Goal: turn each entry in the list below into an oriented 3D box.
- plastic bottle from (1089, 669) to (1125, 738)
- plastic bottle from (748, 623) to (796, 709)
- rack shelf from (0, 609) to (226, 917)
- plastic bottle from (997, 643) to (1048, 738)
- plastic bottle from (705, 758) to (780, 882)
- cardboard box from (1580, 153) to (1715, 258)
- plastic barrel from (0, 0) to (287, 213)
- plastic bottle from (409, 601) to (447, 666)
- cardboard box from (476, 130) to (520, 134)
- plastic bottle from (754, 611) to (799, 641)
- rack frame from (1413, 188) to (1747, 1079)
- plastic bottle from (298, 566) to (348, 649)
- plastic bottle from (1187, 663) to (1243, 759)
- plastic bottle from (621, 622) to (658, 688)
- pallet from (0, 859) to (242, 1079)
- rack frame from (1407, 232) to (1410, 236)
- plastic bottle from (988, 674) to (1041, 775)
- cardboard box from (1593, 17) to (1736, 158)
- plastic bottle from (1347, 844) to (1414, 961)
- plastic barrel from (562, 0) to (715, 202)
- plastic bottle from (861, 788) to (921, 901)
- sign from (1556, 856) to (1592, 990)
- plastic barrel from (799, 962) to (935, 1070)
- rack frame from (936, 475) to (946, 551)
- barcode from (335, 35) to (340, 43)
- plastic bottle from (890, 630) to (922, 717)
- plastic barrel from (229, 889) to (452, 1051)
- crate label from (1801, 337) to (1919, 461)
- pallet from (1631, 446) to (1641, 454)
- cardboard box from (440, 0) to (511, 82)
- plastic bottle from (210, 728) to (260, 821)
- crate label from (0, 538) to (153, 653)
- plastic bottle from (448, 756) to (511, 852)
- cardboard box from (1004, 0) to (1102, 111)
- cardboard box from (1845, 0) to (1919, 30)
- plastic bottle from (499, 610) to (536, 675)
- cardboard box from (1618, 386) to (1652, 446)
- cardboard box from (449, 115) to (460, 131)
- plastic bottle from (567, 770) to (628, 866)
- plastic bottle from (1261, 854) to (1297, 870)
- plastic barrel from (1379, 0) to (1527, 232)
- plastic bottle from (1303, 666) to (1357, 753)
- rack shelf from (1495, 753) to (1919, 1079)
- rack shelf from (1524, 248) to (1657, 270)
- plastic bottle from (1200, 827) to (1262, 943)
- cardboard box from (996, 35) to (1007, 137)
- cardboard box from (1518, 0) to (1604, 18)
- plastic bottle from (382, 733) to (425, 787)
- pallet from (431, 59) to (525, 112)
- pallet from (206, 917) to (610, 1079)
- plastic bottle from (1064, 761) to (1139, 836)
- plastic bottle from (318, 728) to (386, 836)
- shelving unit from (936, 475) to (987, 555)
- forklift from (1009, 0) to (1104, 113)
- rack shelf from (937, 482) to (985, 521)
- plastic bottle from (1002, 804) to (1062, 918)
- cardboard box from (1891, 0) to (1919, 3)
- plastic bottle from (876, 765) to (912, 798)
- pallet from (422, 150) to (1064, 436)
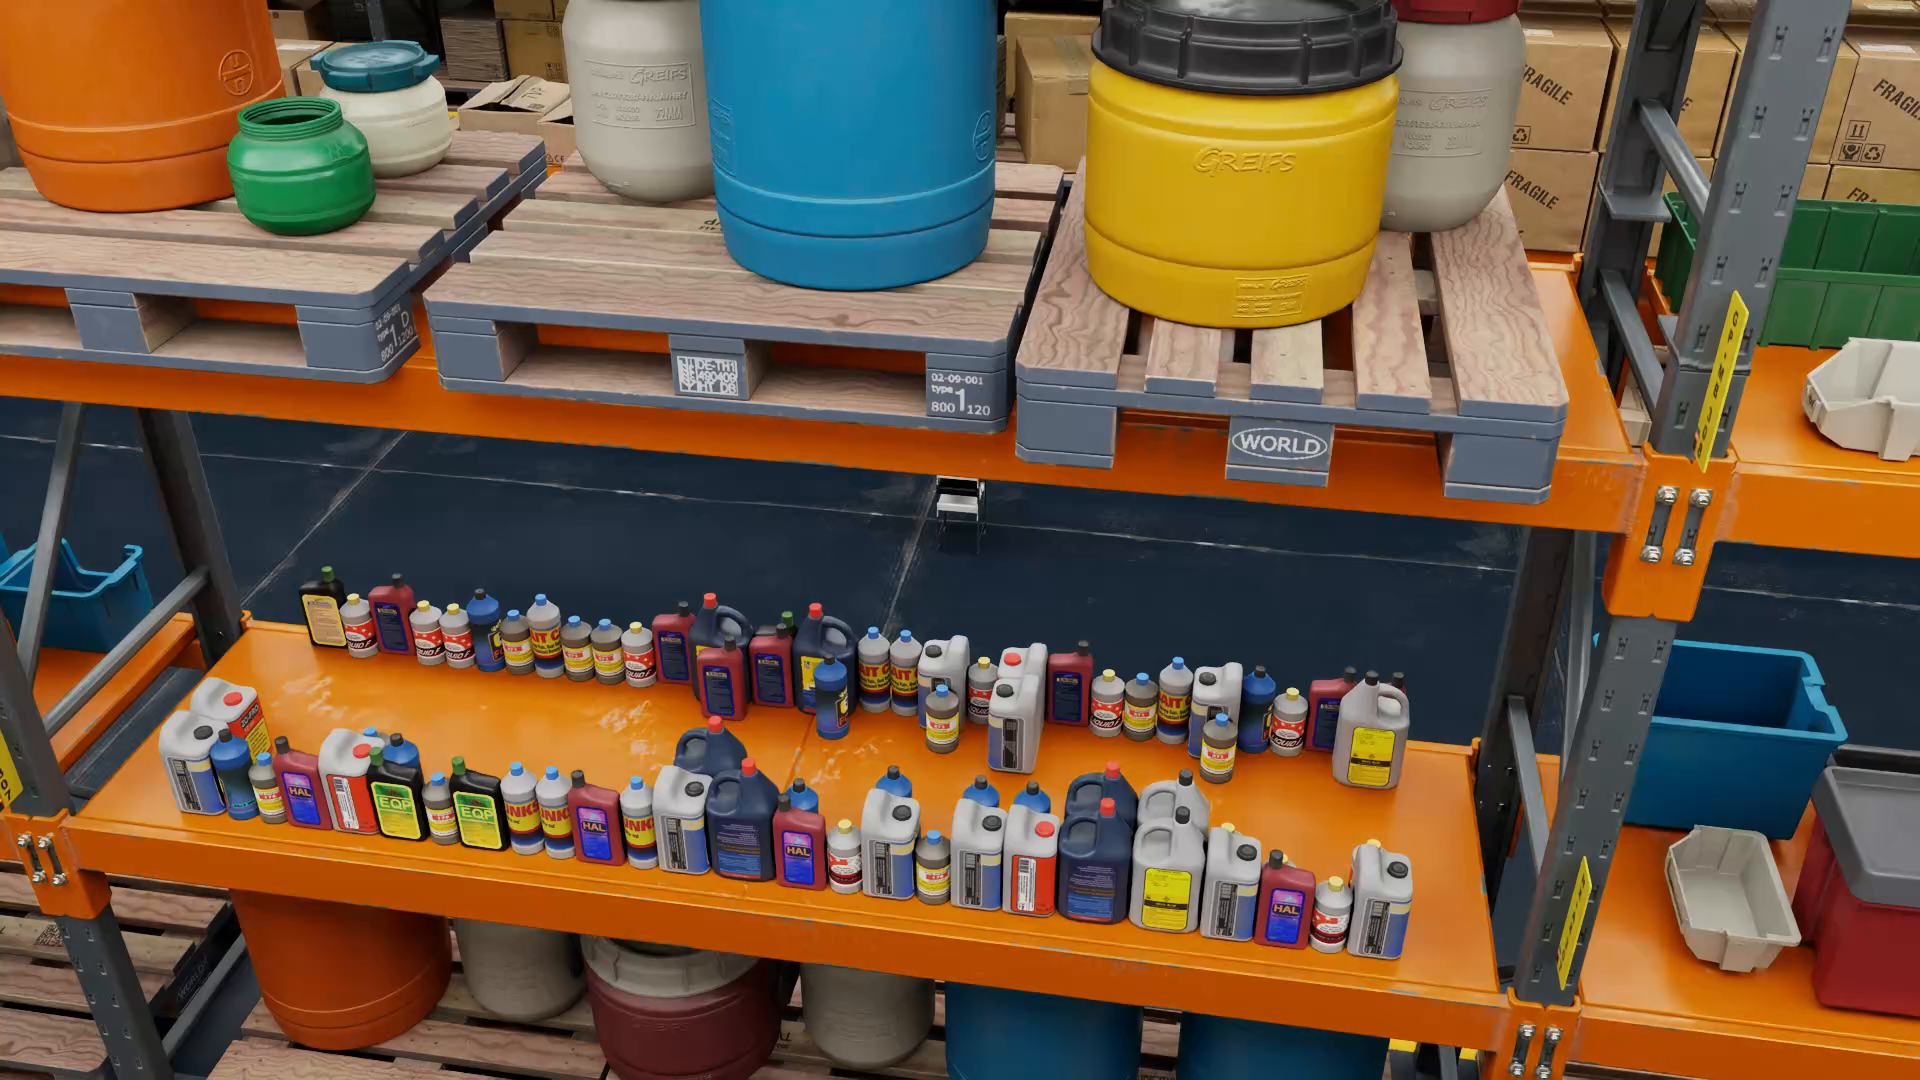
[{"bbox_3d":[0.431,0.470,4.860,0.097,0.201,0.097,0,32,0],"label":"plastic bottle"},{"bbox_3d":[-0.557,0.368,4.944,0.133,0.283,0.061,5,32,8],"label":"plastic bottle"},{"bbox_3d":[-4.429,0.470,5.350,4.000,0.370,1.077,5,32,8],"label":"rack shelf"},{"bbox_3d":[0.180,0.430,4.853,0.135,0.276,0.152,5,32,8],"label":"plastic bottle"},{"bbox_3d":[-0.562,0.712,4.331,0.185,0.351,0.144,5,32,8],"label":"plastic bottle"},{"bbox_3d":[3.284,-1.700,8.045,0.500,0.500,0.500,6,32,9],"label":"cardboard box"},{"bbox_3d":[-1.899,-1.236,3.769,0.708,0.830,0.600,5,32,8],"label":"plastic barrel"},{"bbox_3d":[-1.649,0.281,5.161,0.097,0.201,0.097,0,32,0],"label":"plastic bottle"},{"bbox_3d":[-2.554,-2.076,8.976,0.250,0.149,0.380,5,32,8],"label":"cardboard box"},{"bbox_3d":[-0.547,0.336,4.995,0.133,0.283,0.061,5,32,8],"label":"plastic bottle"},{"bbox_3d":[1.485,0.701,4.303,0.127,3.000,1.000,5,32,8],"label":"rack frame"},{"bbox_3d":[-1.987,0.206,5.204,0.133,0.283,0.061,5,32,8],"label":"plastic bottle"},{"bbox_3d":[0.732,0.480,4.773,0.135,0.276,0.152,5,32,8],"label":"plastic bottle"},{"bbox_3d":[-0.977,0.342,5.064,0.097,0.201,0.097,0,32,0],"label":"plastic bottle"},{"bbox_3d":[-3.215,1.436,5.757,1.213,0.211,1.003,5,32,8],"label":"pallet"},{"bbox_3d":[2.322,-1.890,8.442,0.127,3.000,1.000,5,32,8],"label":"rack frame"},{"bbox_3d":[0.155,0.510,4.726,0.135,0.276,0.152,5,32,8],"label":"plastic bottle"},{"bbox_3d":[3.248,-2.121,7.775,0.500,0.500,0.500,4,32,7],"label":"cardboard box"},{"bbox_3d":[1.042,0.887,4.123,0.135,0.276,0.152,5,32,8],"label":"plastic bottle"},{"bbox_3d":[-0.685,-1.084,3.804,0.433,0.535,0.433,0,32,0],"label":"plastic barrel"},{"bbox_3d":[-0.176,0.777,4.299,0.135,0.276,0.152,5,32,8],"label":"plastic bottle"},{"bbox_3d":[1.391,0.871,3.771,0.005,0.325,0.100,5,32,8],"label":"sign"},{"bbox_3d":[-0.288,1.359,5.200,0.421,0.512,0.421,0,32,0],"label":"plastic barrel"},{"bbox_3d":[-0.092,-0.390,8.025,0.006,0.900,0.240,5,32,8],"label":"rack frame"},{"bbox_3d":[-5.521,-4.436,14.715,0.075,0.075,0.001,5,32,8],"label":"barcode"},{"bbox_3d":[-0.158,0.387,4.927,0.097,0.271,0.097,0,32,0],"label":"plastic bottle"},{"bbox_3d":[-1.973,1.120,5.283,0.708,0.830,0.600,5,32,8],"label":"plastic barrel"},{"bbox_3d":[1.919,-0.264,3.266,0.466,0.136,0.293,5,32,8],"label":"crate label"},{"bbox_3d":[2.999,-0.646,9.083,1.213,0.211,1.003,5,32,8],"label":"pallet"},{"bbox_3d":[-4.006,-4.265,14.178,0.500,0.500,0.700,6,33,10],"label":"cardboard box"},{"bbox_3d":[-1.976,0.630,4.537,0.097,0.271,0.097,0,32,0],"label":"plastic bottle"},{"bbox_3d":[-2.810,0.181,5.292,0.416,0.233,0.303,5,32,8],"label":"crate label"},{"bbox_3d":[-1.278,0.698,4.417,0.133,0.283,0.061,5,32,8],"label":"plastic bottle"},{"bbox_3d":[0.774,-3.889,13.266,0.750,0.750,0.750,5,32,8],"label":"cardboard box"},{"bbox_3d":[4.362,-2.311,8.079,0.500,0.500,0.500,5,32,8],"label":"cardboard box"},{"bbox_3d":[-1.361,0.307,5.119,0.097,0.201,0.097,0,32,0],"label":"plastic bottle"},{"bbox_3d":[3.554,-0.653,8.721,0.250,0.166,0.380,5,32,8],"label":"cardboard box"},{"bbox_3d":[-2.887,-2.225,9.214,0.250,0.149,0.380,8,33,12],"label":"cardboard box"},{"bbox_3d":[-0.954,0.728,4.370,0.133,0.283,0.061,5,32,8],"label":"plastic bottle"},{"bbox_3d":[0.802,0.879,4.206,0.097,0.201,0.097,0,32,0],"label":"plastic bottle"},{"bbox_3d":[1.008,-0.985,3.645,0.433,0.535,0.433,0,32,0],"label":"plastic barrel"},{"bbox_3d":[1.064,0.482,4.762,0.133,0.283,0.061,5,32,8],"label":"plastic bottle"},{"bbox_3d":[3.457,1.184,4.209,4.000,0.370,1.077,5,32,8],"label":"rack shelf"},{"bbox_3d":[4.294,-1.406,8.347,4.000,0.370,1.077,5,32,8],"label":"rack shelf"},{"bbox_3d":[0.682,0.854,4.175,0.135,0.276,0.152,5,32,8],"label":"plastic bottle"},{"bbox_3d":[-0.112,-2.288,8.589,0.500,0.500,0.700,11,34,17],"label":"cardboard box"},{"bbox_3d":[2.864,-2.446,8.294,0.500,0.500,0.500,5,32,8],"label":"cardboard box"},{"bbox_3d":[-1.510,0.640,4.522,0.097,0.271,0.097,0,32,0],"label":"plastic bottle"},{"bbox_3d":[-3.966,-3.944,14.352,1.213,0.211,1.003,5,32,8],"label":"pallet"},{"bbox_3d":[-1.674,1.574,5.536,1.213,0.211,1.003,5,32,8],"label":"pallet"},{"bbox_3d":[0.366,0.719,4.321,0.185,0.351,0.144,5,32,8],"label":"plastic bottle"},{"bbox_3d":[-1.630,0.645,4.509,0.135,0.276,0.152,5,32,8],"label":"plastic bottle"},{"bbox_3d":[0.008,-0.381,8.010,0.210,0.900,0.258,5,32,8],"label":"shelving unit"},{"bbox_3d":[0.712,-2.951,10.202,3.031,2.935,1.130,6,33,9],"label":"forklift"},{"bbox_3d":[0.008,-0.200,8.123,0.200,0.077,0.258,5,32,8],"label":"rack shelf"},{"bbox_3d":[0.185,0.809,4.247,0.135,0.276,0.152,5,32,8],"label":"plastic bottle"},{"bbox_3d":[6.590,-4.291,11.996,0.700,0.700,0.980,7,33,10],"label":"cardboard box"},{"bbox_3d":[-0.174,0.712,4.407,0.097,0.271,0.097,0,32,0],"label":"plastic bottle"},{"bbox_3d":[-0.422,-0.609,3.747,1.213,0.211,1.003,5,32,8],"label":"pallet"}]
